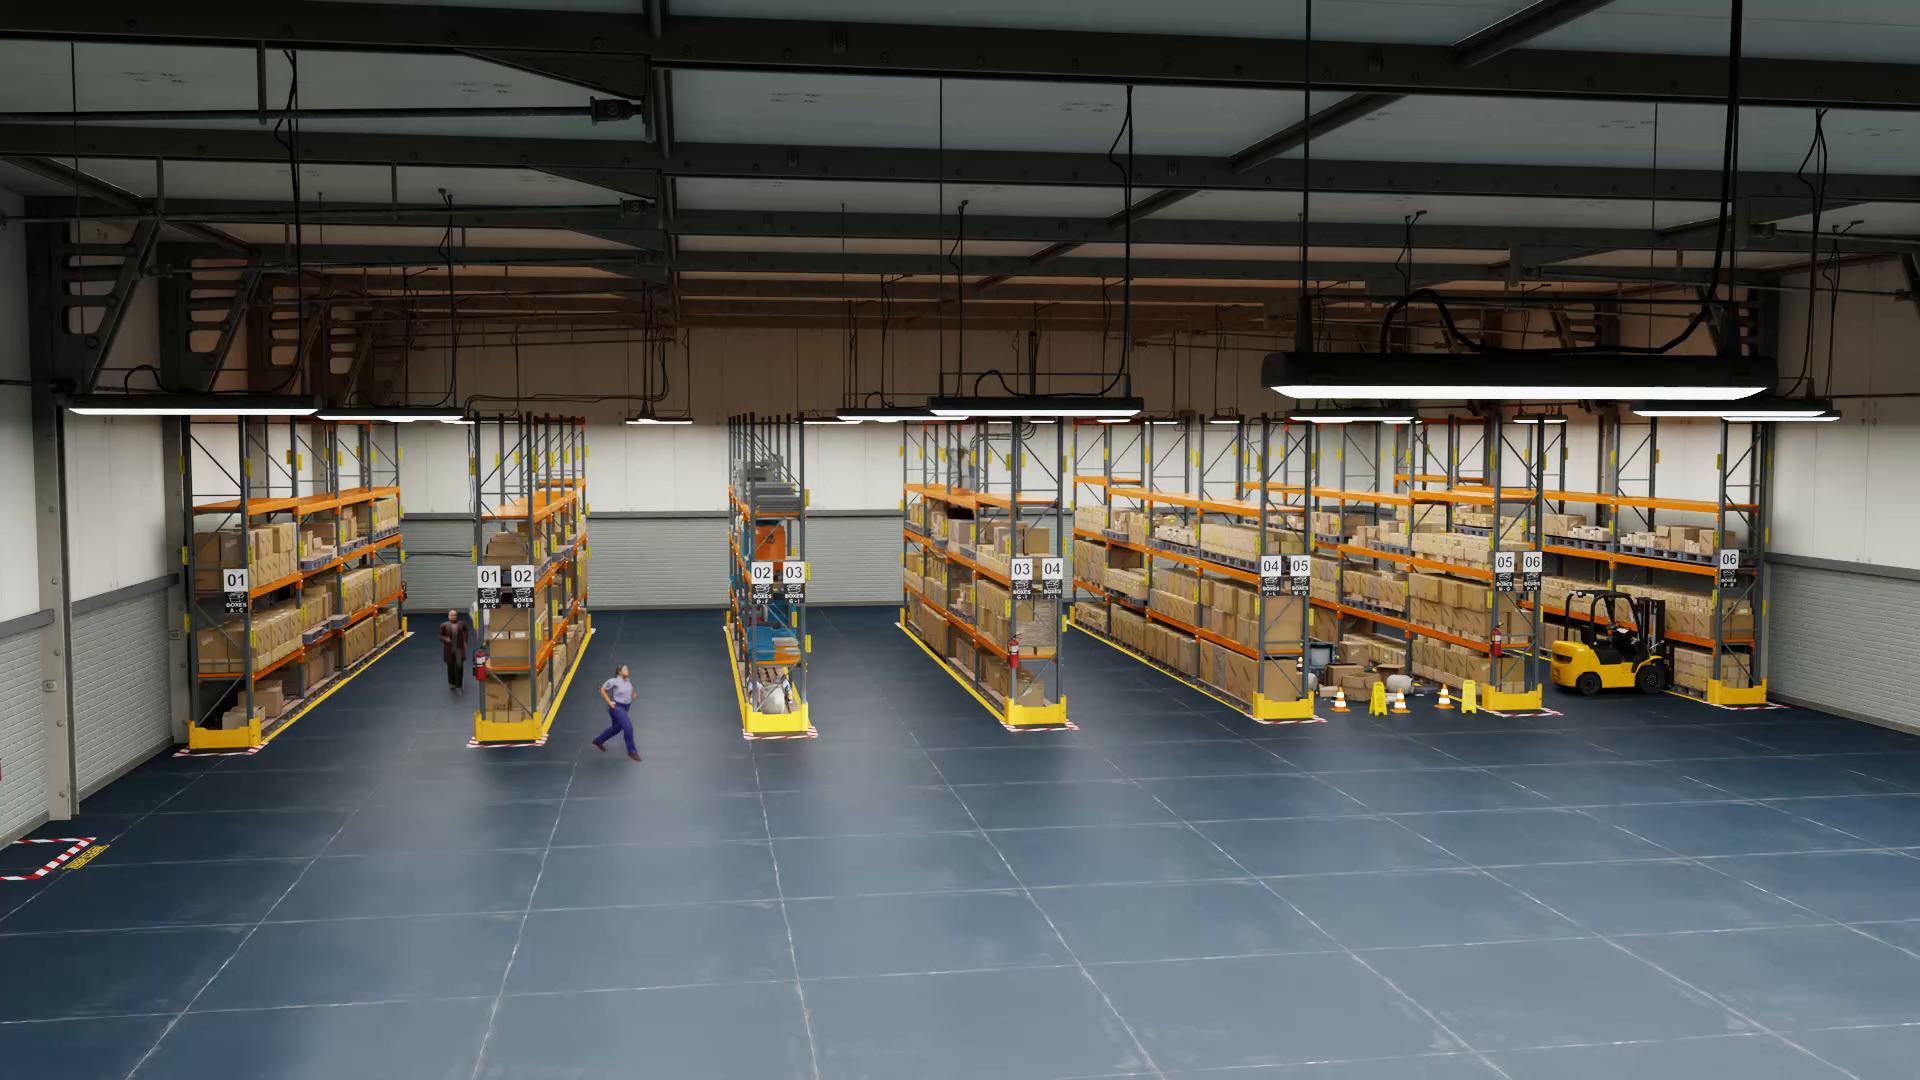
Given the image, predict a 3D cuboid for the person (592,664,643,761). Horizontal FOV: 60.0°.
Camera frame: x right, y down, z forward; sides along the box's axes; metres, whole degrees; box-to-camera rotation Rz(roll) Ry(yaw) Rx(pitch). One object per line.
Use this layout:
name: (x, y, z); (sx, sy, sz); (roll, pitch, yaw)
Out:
person: (-5.901, 2.982, 28.707); (0.971, 1.690, 0.573); (1, 4, 12)

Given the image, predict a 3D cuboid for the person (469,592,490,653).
person: (-11.784, 2.072, 41.083); (0.674, 1.738, 0.653); (0, 4, -4)

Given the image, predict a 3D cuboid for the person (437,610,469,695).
person: (-10.891, 2.413, 35.742); (0.640, 1.835, 0.907); (-1, 4, -15)
